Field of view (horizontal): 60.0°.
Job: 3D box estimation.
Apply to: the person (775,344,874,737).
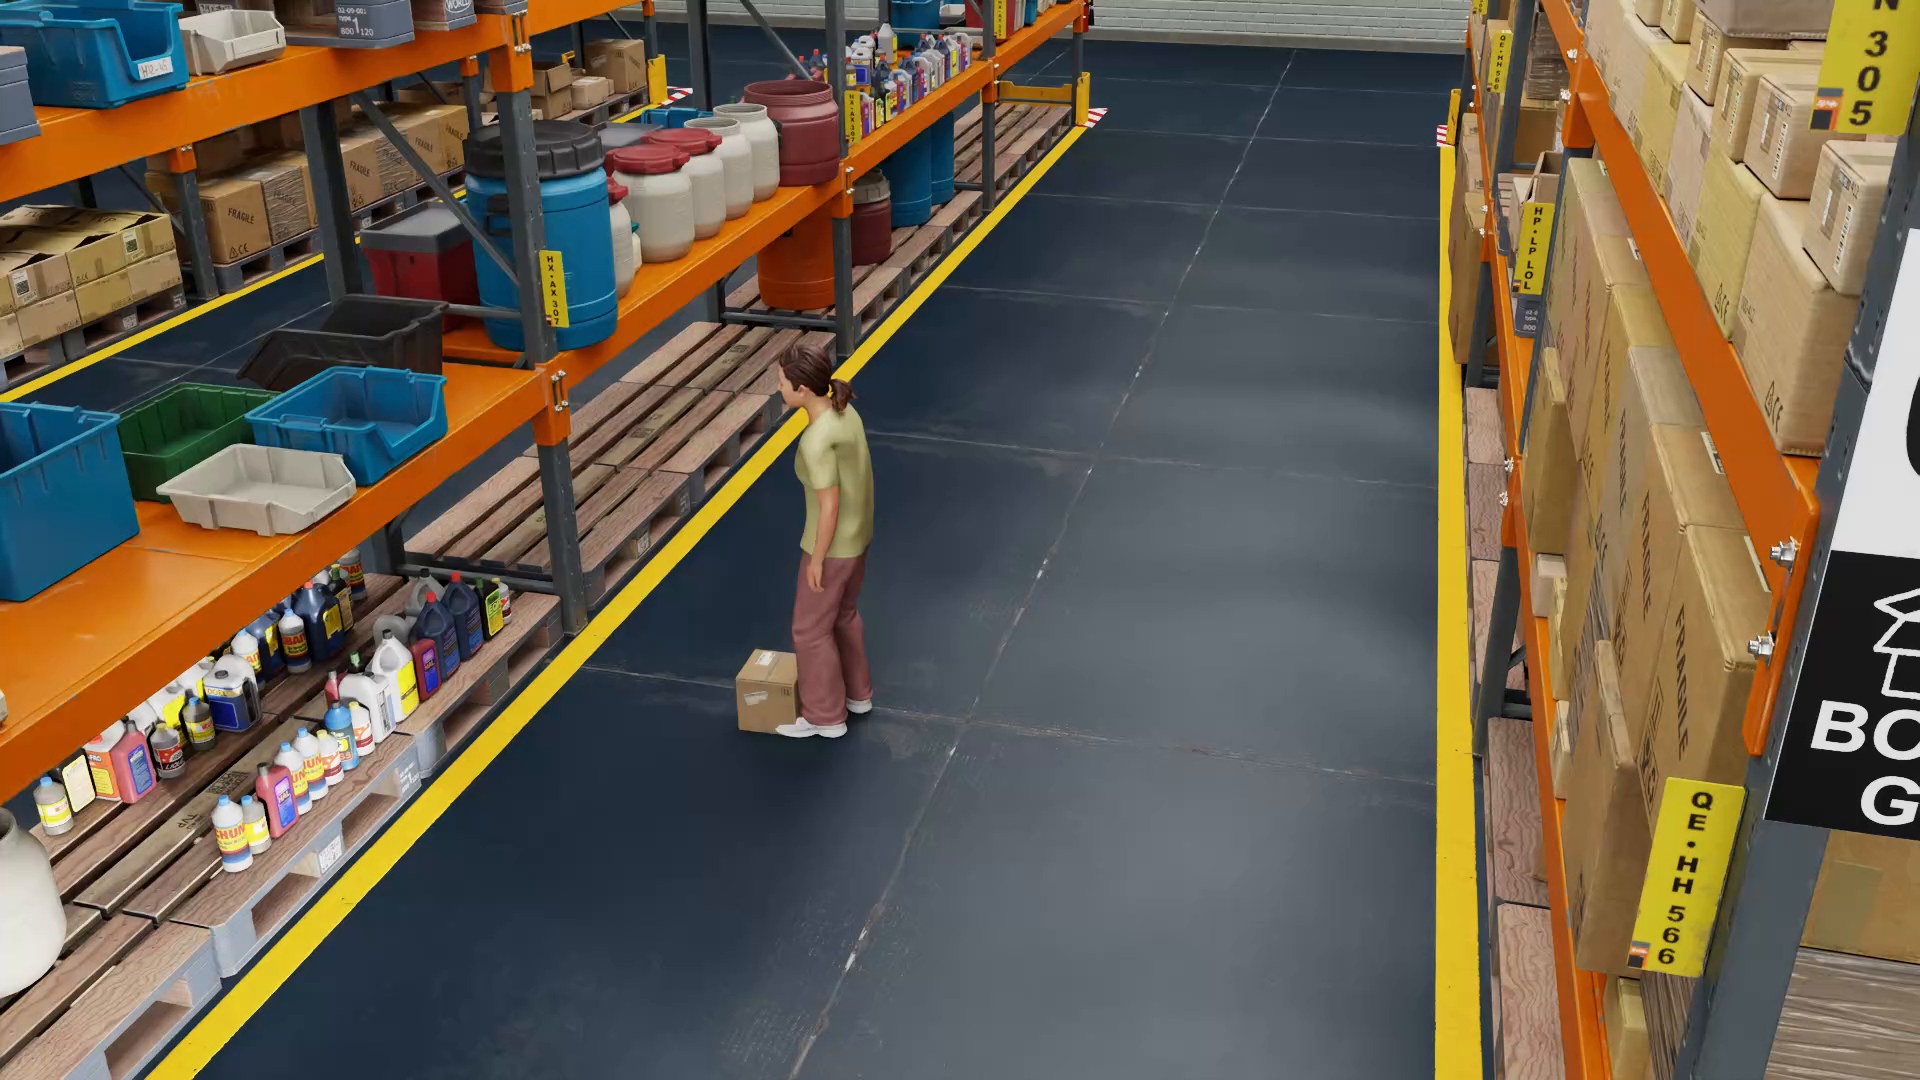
[{"bbox_3d":[-0.552,0.013,6.585,0.416,1.671,0.506,5,26,11],"label":"person"}]
